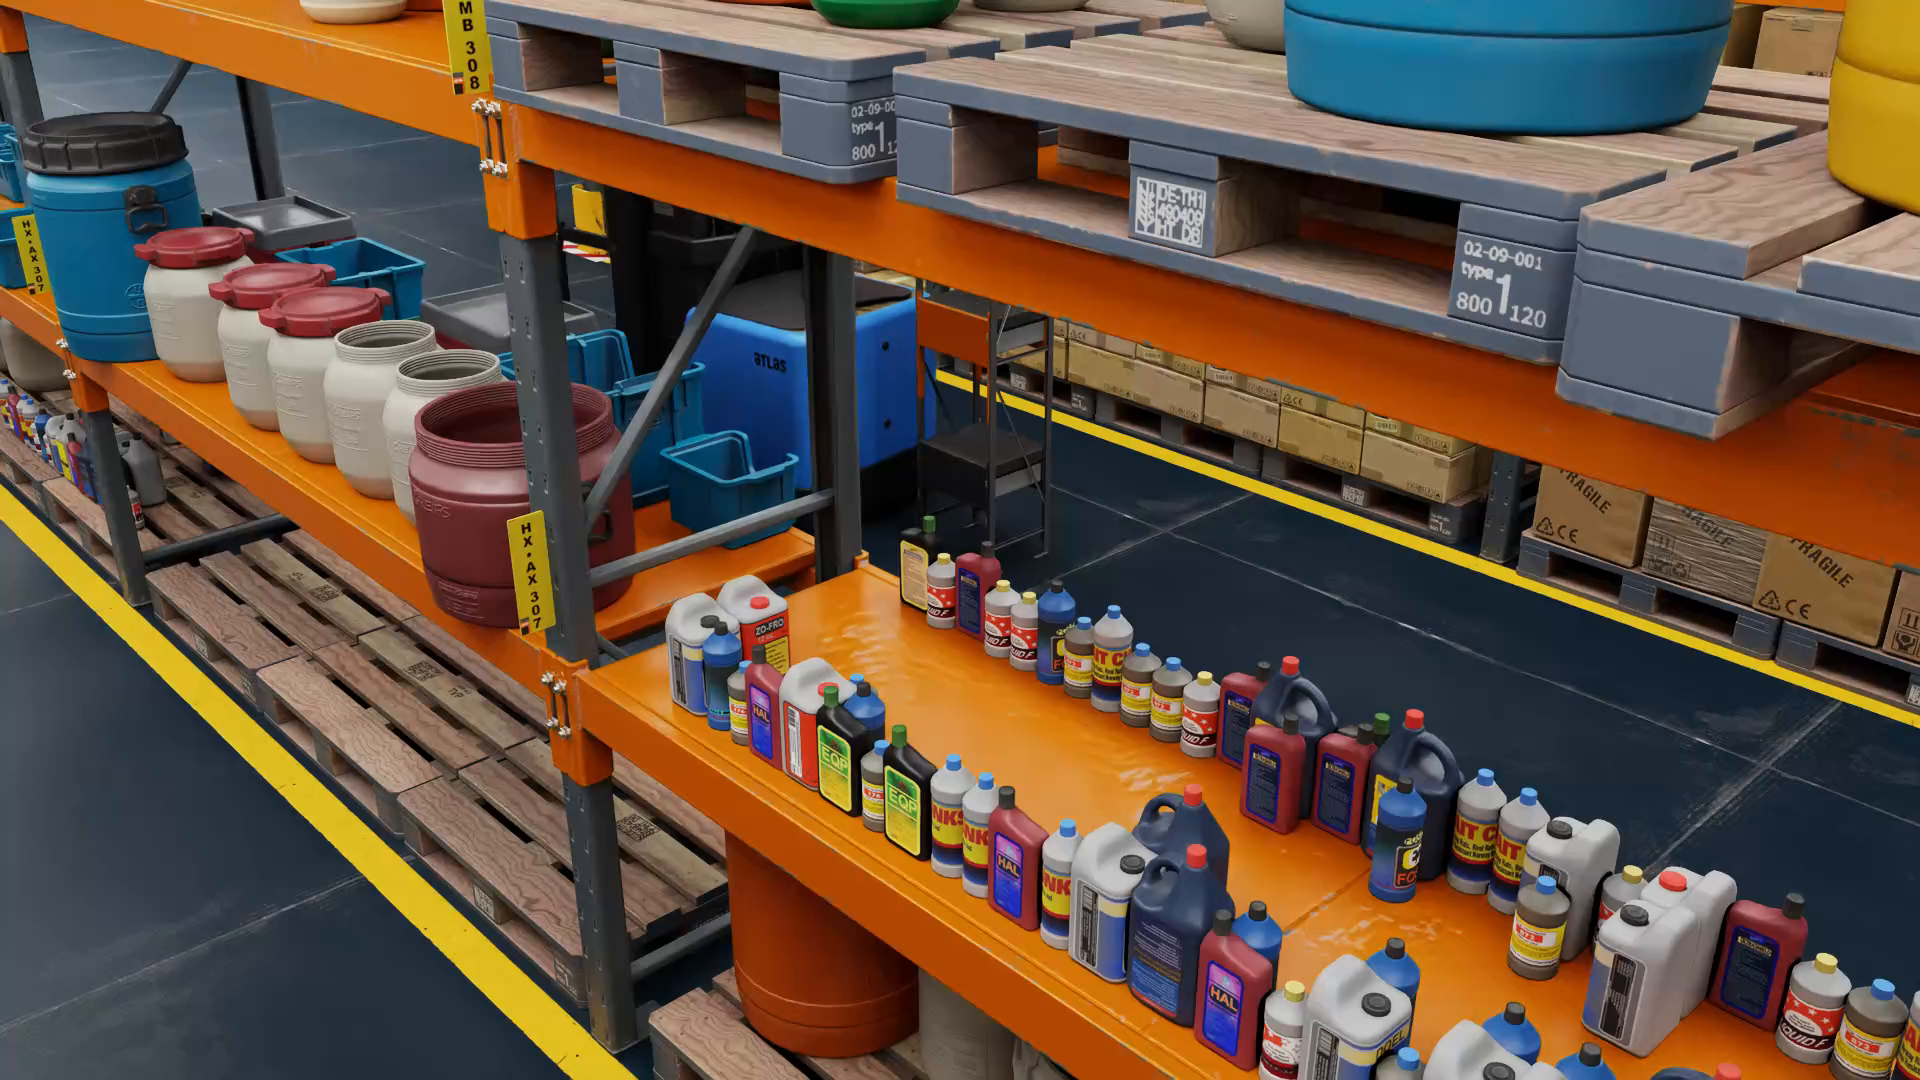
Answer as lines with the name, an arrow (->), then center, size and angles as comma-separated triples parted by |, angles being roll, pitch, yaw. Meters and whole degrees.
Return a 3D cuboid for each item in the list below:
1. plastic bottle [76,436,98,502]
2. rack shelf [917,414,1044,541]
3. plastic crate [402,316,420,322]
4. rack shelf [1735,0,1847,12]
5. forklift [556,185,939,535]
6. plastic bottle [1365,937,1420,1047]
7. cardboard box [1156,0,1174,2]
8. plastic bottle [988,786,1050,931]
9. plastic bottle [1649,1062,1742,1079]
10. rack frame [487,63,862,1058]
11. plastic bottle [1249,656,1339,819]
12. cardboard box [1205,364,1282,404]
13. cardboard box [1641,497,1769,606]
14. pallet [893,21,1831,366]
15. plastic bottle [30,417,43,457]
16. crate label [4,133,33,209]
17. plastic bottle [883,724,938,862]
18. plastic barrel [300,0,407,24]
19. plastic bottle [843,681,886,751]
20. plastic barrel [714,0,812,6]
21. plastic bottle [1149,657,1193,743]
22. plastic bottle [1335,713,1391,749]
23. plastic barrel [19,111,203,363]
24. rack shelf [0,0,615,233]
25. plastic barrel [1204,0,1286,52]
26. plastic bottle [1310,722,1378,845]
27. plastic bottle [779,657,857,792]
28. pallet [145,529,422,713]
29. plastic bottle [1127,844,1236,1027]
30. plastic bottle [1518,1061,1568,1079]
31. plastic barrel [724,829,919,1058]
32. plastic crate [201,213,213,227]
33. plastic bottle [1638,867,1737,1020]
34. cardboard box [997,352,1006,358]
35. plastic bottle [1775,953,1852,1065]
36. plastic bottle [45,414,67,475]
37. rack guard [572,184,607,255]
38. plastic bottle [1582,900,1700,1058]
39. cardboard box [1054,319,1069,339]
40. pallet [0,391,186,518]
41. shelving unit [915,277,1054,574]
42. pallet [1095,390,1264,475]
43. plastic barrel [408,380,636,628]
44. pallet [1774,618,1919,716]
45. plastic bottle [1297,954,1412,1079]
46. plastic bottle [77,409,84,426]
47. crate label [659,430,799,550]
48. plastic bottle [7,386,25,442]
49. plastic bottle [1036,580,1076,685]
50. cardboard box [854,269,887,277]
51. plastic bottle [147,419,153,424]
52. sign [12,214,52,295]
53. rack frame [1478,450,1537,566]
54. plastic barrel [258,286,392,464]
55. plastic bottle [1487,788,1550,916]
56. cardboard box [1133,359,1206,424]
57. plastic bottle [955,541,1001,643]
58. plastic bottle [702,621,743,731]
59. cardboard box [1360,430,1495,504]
plastic bottle -> -4.213, -0.376, 8.121 | 0.185, 0.351, 0.144 | 22, 32, 39
rack shelf -> 0.113, -0.256, 8.000 | 0.431, 0.518, 0.480 | -21, 32, -38
plastic crate -> -2.035, -0.665, 6.350 | 0.450, 0.188, 0.662 | -21, 32, -38
rack shelf -> 4.288, -1.833, 5.907 | 1.077, 0.370, 4.000 | -21, 32, -38
forklift -> -1.570, -1.839, 8.750 | 3.031, 2.935, 1.130 | 19, 30, 35
plastic bottle -> 0.765, 0.830, 2.972 | 0.097, 0.271, 0.097 | 0, 25, 0
cardboard box -> 1.852, -4.973, 14.790 | 0.500, 0.500, 0.500 | 23, 33, 40
plastic bottle -> 0.119, 0.641, 3.371 | 0.061, 0.283, 0.133 | -21, 32, -38
plastic bottle -> 1.148, 0.954, 2.604 | 0.144, 0.351, 0.185 | -21, 32, -38
rack frame -> -0.697, 0.003, 4.630 | 1.000, 3.000, 0.127 | -21, 32, -38
plastic bottle -> 0.750, 0.433, 3.747 | 0.144, 0.351, 0.185 | -21, 32, -38
cardboard box -> 1.680, -0.995, 8.948 | 0.500, 0.311, 0.500 | -21, 32, -39
cardboard box -> 3.385, -0.088, 7.311 | 0.500, 0.500, 0.500 | 22, 33, 40
pallet -> 0.652, -0.617, 2.602 | 1.003, 0.211, 1.213 | -21, 32, -38
plastic bottle -> -4.783, -0.546, 8.675 | 0.097, 0.201, 0.097 | 0, 25, 0
crate label -> -4.710, -1.956, 8.882 | 0.502, 0.435, 0.616 | -21, 32, -38
plastic bottle -> -0.105, 0.542, 3.588 | 0.061, 0.283, 0.133 | -21, 32, -38
plastic barrel -> -1.737, -1.618, 4.736 | 0.301, 0.262, 0.301 | 0, 25, 0
plastic bottle -> -0.218, 0.450, 3.805 | 0.097, 0.271, 0.097 | 0, 25, 0
plastic barrel -> -0.311, -1.576, 3.453 | 0.600, 0.830, 0.708 | -21, 32, -38
plastic bottle -> 0.513, 0.381, 4.039 | 0.097, 0.201, 0.097 | 0, 25, 0
plastic bottle -> 0.889, 0.500, 3.681 | 0.061, 0.283, 0.133 | -21, 32, -38
plastic barrel -> -3.388, -1.234, 6.738 | 0.600, 0.901, 0.708 | -21, 32, -38
rack shelf -> -2.064, -1.641, 5.485 | 1.077, 0.370, 4.000 | -21, 32, -38
plastic barrel -> 0.624, -1.121, 2.809 | 0.433, 0.535, 0.433 | 0, 25, 0
plastic bottle -> 0.845, 0.517, 3.643 | 0.061, 0.283, 0.133 | -21, 32, -38
plastic bottle -> -0.321, 0.422, 3.861 | 0.152, 0.276, 0.135 | -21, 32, -38
pallet -> -2.866, 0.286, 7.368 | 1.003, 0.211, 1.213 | -21, 32, -38
plastic bottle -> 0.417, 0.717, 3.123 | 0.144, 0.351, 0.185 | -21, 32, -38
plastic bottle -> 0.937, 0.980, 2.638 | 0.152, 0.276, 0.135 | -21, 32, -38
plastic barrel -> -0.350, 0.942, 4.679 | 0.600, 0.830, 0.708 | -21, 32, -38
plastic crate -> -3.696, -1.376, 7.727 | 0.767, 0.338, 0.504 | -21, 32, -38
plastic bottle -> 1.366, 0.742, 3.159 | 0.152, 0.276, 0.135 | -21, 32, -38
cardboard box -> 0.282, -1.361, 10.426 | 0.500, 0.250, 0.500 | -22, 33, -40
plastic bottle -> 1.556, 0.844, 3.026 | 0.097, 0.201, 0.097 | 0, 25, 0
plastic bottle -> -4.542, -0.490, 8.462 | 0.152, 0.276, 0.135 | -21, 32, -38
rack guard -> -2.563, -2.695, 13.556 | 1.175, 0.500, 0.348 | -21, 32, -38
plastic bottle -> 1.254, 0.785, 3.064 | 0.152, 0.276, 0.135 | -21, 32, -38
cardboard box -> 0.626, -1.460, 9.967 | 0.500, 0.311, 0.500 | -22, 32, -39
pallet -> -4.698, -0.526, 9.148 | 1.003, 0.211, 1.213 | -21, 32, -38
shelving unit -> 0.113, -0.905, 7.704 | 0.431, 2.100, 0.503 | -21, 32, -38
pallet -> 1.557, -0.763, 9.668 | 1.003, 0.211, 1.213 | -21, 32, -38
plastic barrel -> -1.236, -0.114, 4.722 | 0.600, 0.536, 0.708 | -21, 32, -38
pallet -> 4.233, 0.474, 6.958 | 1.003, 0.211, 1.213 | -21, 32, -38
plastic bottle -> 0.686, 0.869, 2.881 | 0.152, 0.276, 0.135 | -21, 32, -38
plastic bottle -> -4.465, -0.524, 8.527 | 0.061, 0.283, 0.133 | -21, 32, -38
crate label -> -0.712, -0.155, 5.178 | 0.303, 0.233, 0.416 | -21, 32, -38
plastic bottle -> -5.012, -0.674, 8.856 | 0.061, 0.283, 0.133 | -21, 32, -38
plastic bottle -> 0.247, 0.232, 4.283 | 0.097, 0.271, 0.097 | 0, 25, 0
cardboard box -> -0.624, -1.786, 11.358 | 0.500, 0.250, 0.500 | -21, 32, -38
plastic bottle -> -4.421, -0.749, 9.119 | 0.097, 0.201, 0.097 | 0, 25, 0
sign -> -3.840, -1.183, 6.895 | 0.100, 0.325, 0.005 | -21, 32, -38
rack frame -> 2.921, -1.402, 7.708 | 1.000, 3.000, 0.127 | -21, 32, -38
plastic barrel -> -2.140, -0.566, 5.712 | 0.433, 0.535, 0.433 | 0, 25, 0
plastic bottle -> 1.148, 0.631, 3.408 | 0.097, 0.271, 0.097 | 0, 25, 0
cardboard box -> 1.333, -0.895, 9.405 | 0.500, 0.250, 0.500 | -20, 32, -38
plastic bottle -> 0.048, 0.127, 4.498 | 0.061, 0.283, 0.133 | -21, 32, -38
plastic bottle -> -0.578, 0.327, 4.075 | 0.097, 0.271, 0.097 | 0, 25, 0
cardboard box -> 2.383, -0.432, 8.389 | 0.500, 0.250, 0.500 | -20, 31, -37
